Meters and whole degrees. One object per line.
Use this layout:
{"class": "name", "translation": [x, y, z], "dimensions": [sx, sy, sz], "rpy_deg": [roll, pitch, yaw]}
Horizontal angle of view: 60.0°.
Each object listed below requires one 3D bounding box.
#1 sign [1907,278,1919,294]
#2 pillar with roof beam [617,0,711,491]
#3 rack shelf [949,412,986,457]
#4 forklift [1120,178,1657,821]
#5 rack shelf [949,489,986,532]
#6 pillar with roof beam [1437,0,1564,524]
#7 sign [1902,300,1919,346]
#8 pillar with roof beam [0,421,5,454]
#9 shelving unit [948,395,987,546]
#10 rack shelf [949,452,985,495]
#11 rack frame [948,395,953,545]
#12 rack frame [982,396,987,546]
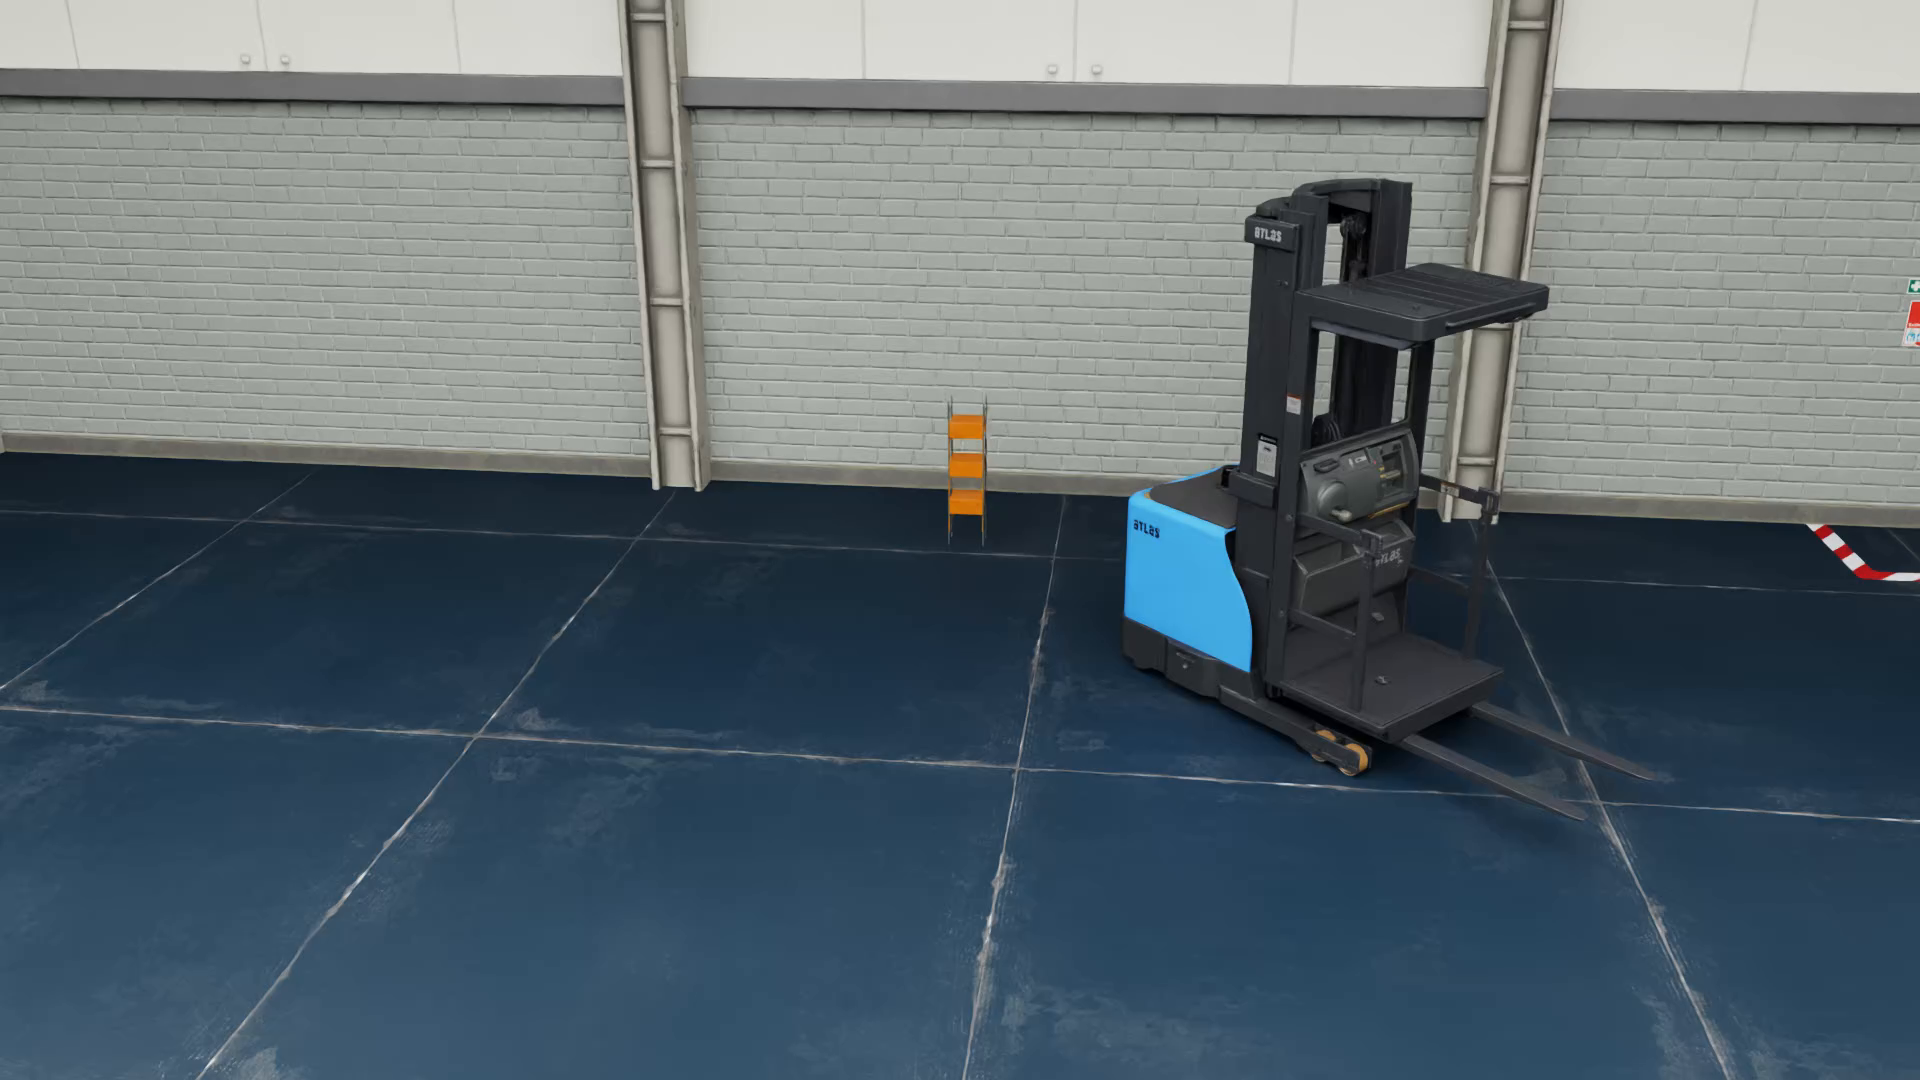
{"class": "sign", "translation": [6.754, -1.759, 11.539], "dimensions": [0.331, 0.109, 0.001], "rpy_deg": [2, 22, 6]}
{"class": "pillar with roof beam", "translation": [-2.687, -3.054, 7.425], "dimensions": [0.400, 9.000, 9.100], "rpy_deg": [2, 22, 6]}
{"class": "rack shelf", "translation": [0.053, -0.740, 11.641], "dimensions": [0.240, 0.259, 0.215], "rpy_deg": [2, 22, 6]}
{"class": "forklift", "translation": [2.284, -0.325, 8.776], "dimensions": [1.130, 2.935, 3.031], "rpy_deg": [-17, 27, -36]}
{"class": "rack shelf", "translation": [0.053, -0.218, 11.847], "dimensions": [0.240, 0.259, 0.215], "rpy_deg": [2, 22, 6]}
{"class": "pillar with roof beam", "translation": [3.272, -2.794, 6.768], "dimensions": [0.400, 9.000, 9.100], "rpy_deg": [2, 22, 6]}
{"class": "sign", "translation": [6.750, -1.516, 11.645], "dimensions": [0.234, 0.329, 0.001], "rpy_deg": [2, 22, 6]}
{"class": "pillar with roof beam", "translation": [-8.645, -3.314, 8.082], "dimensions": [0.400, 9.000, 9.100], "rpy_deg": [2, 22, 6]}
{"class": "shelving unit", "translation": [0.053, -0.486, 11.741], "dimensions": [0.252, 1.050, 0.215], "rpy_deg": [2, 22, 6]}
{"class": "rack shelf", "translation": [0.053, -0.476, 11.745], "dimensions": [0.240, 0.259, 0.215], "rpy_deg": [2, 22, 6]}
{"class": "rack frame", "translation": [-0.068, -0.491, 11.754], "dimensions": [0.008, 1.050, 0.200], "rpy_deg": [2, 22, 6]}
{"class": "rack frame", "translation": [0.174, -0.481, 11.728], "dimensions": [0.008, 1.050, 0.200], "rpy_deg": [2, 22, 6]}
